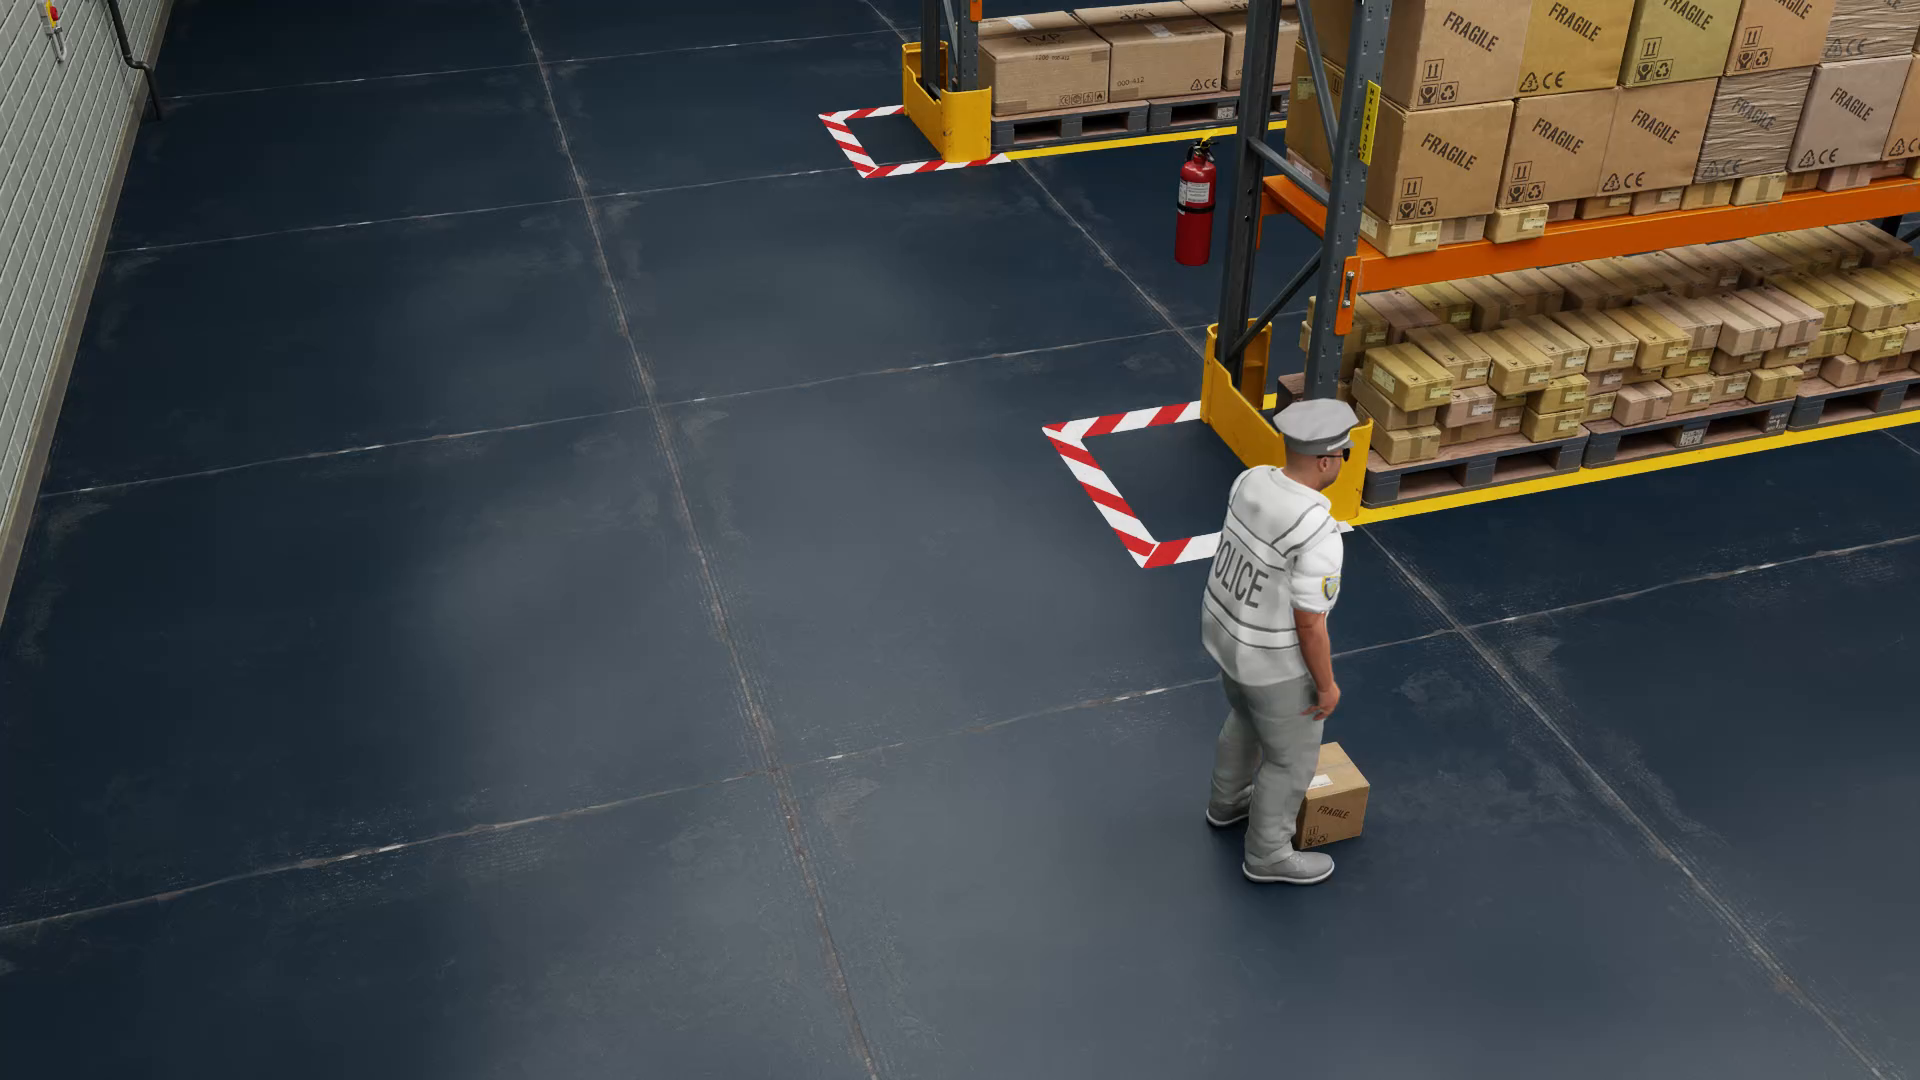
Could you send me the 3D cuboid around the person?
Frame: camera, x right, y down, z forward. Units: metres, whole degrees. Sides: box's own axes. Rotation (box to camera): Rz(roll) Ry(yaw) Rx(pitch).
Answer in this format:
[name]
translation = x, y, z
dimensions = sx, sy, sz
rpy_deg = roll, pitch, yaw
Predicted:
[person]
translation = 1.055, 0.356, 5.601
dimensions = 0.439, 1.749, 0.606
rpy_deg = -12, 35, -17
